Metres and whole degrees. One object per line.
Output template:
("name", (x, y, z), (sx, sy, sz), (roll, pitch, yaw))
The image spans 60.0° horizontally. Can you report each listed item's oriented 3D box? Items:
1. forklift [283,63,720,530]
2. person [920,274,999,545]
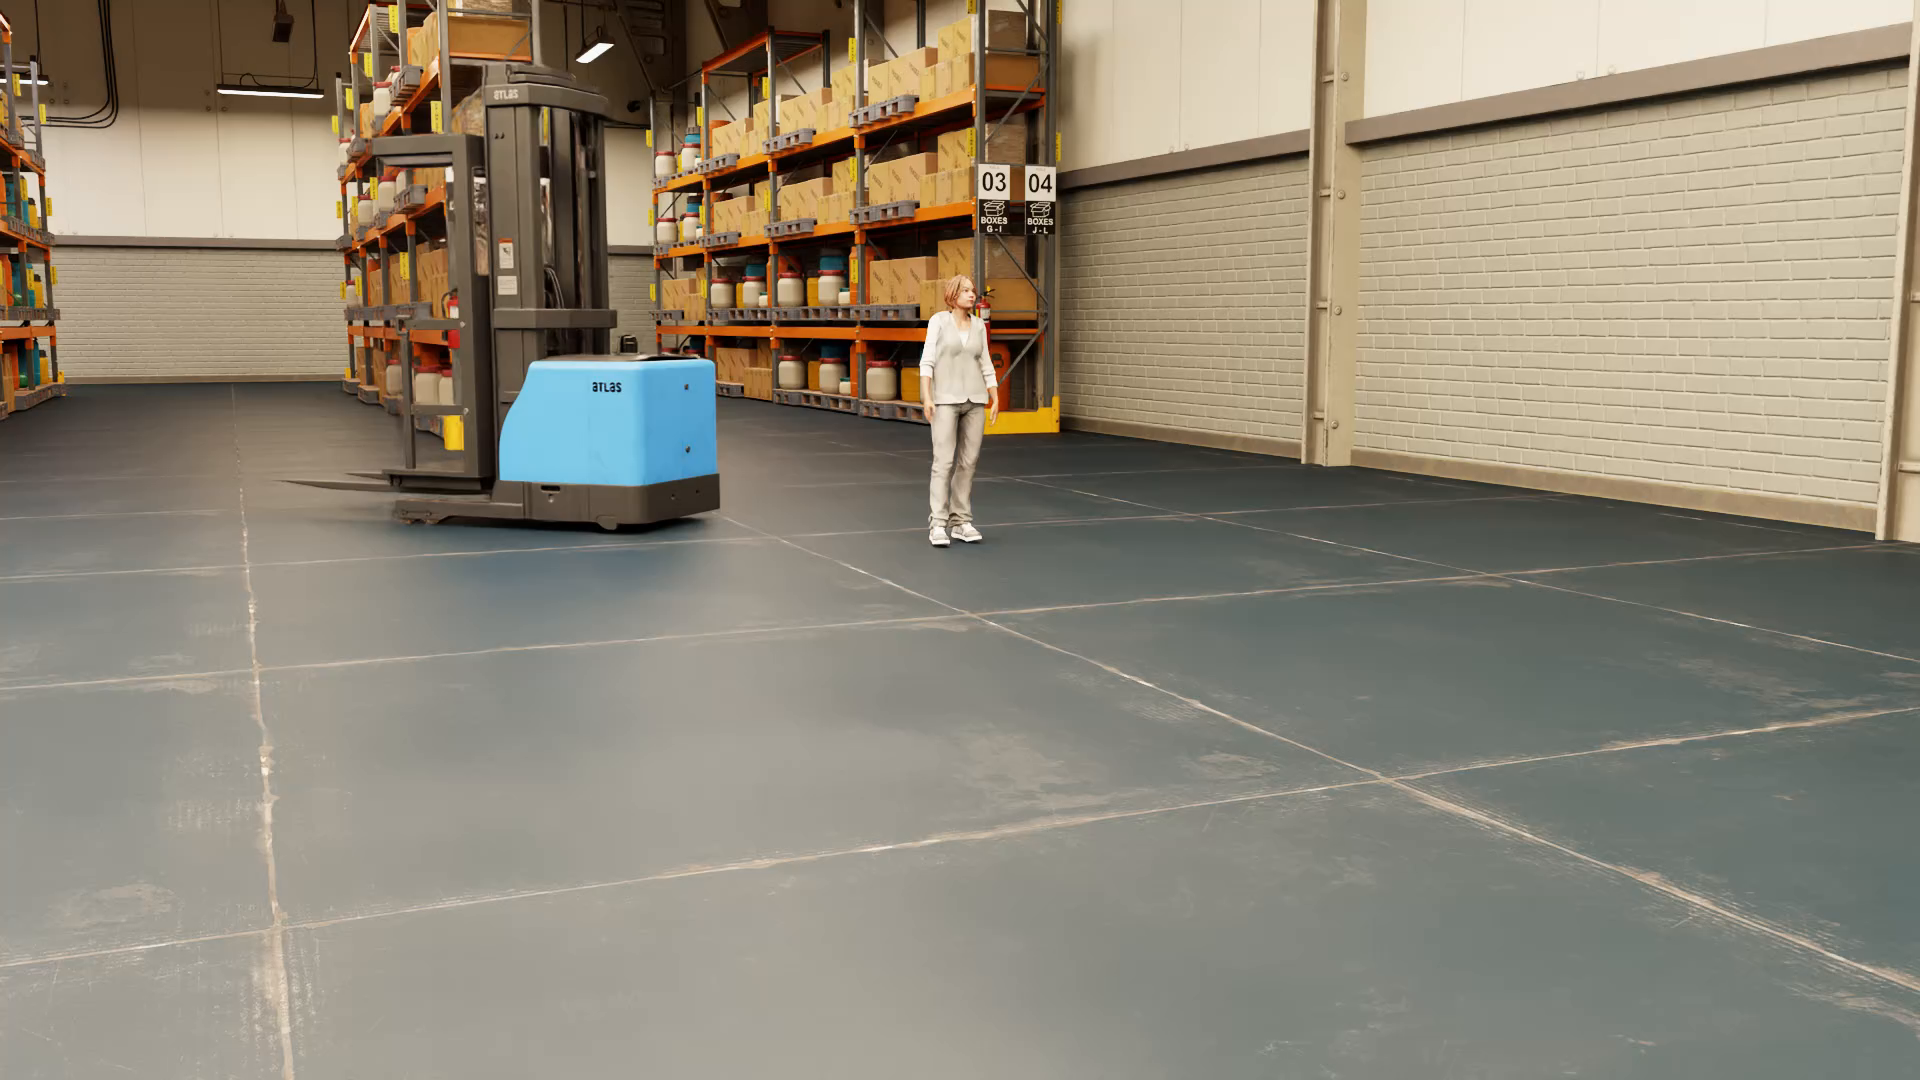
("forklift", (-3.188, -1.612, 11.171), (3.031, 2.935, 1.130), (3, 8, 22))
("person", (0.017, -0.789, 9.975), (0.521, 1.599, 0.473), (-3, 8, -23))
